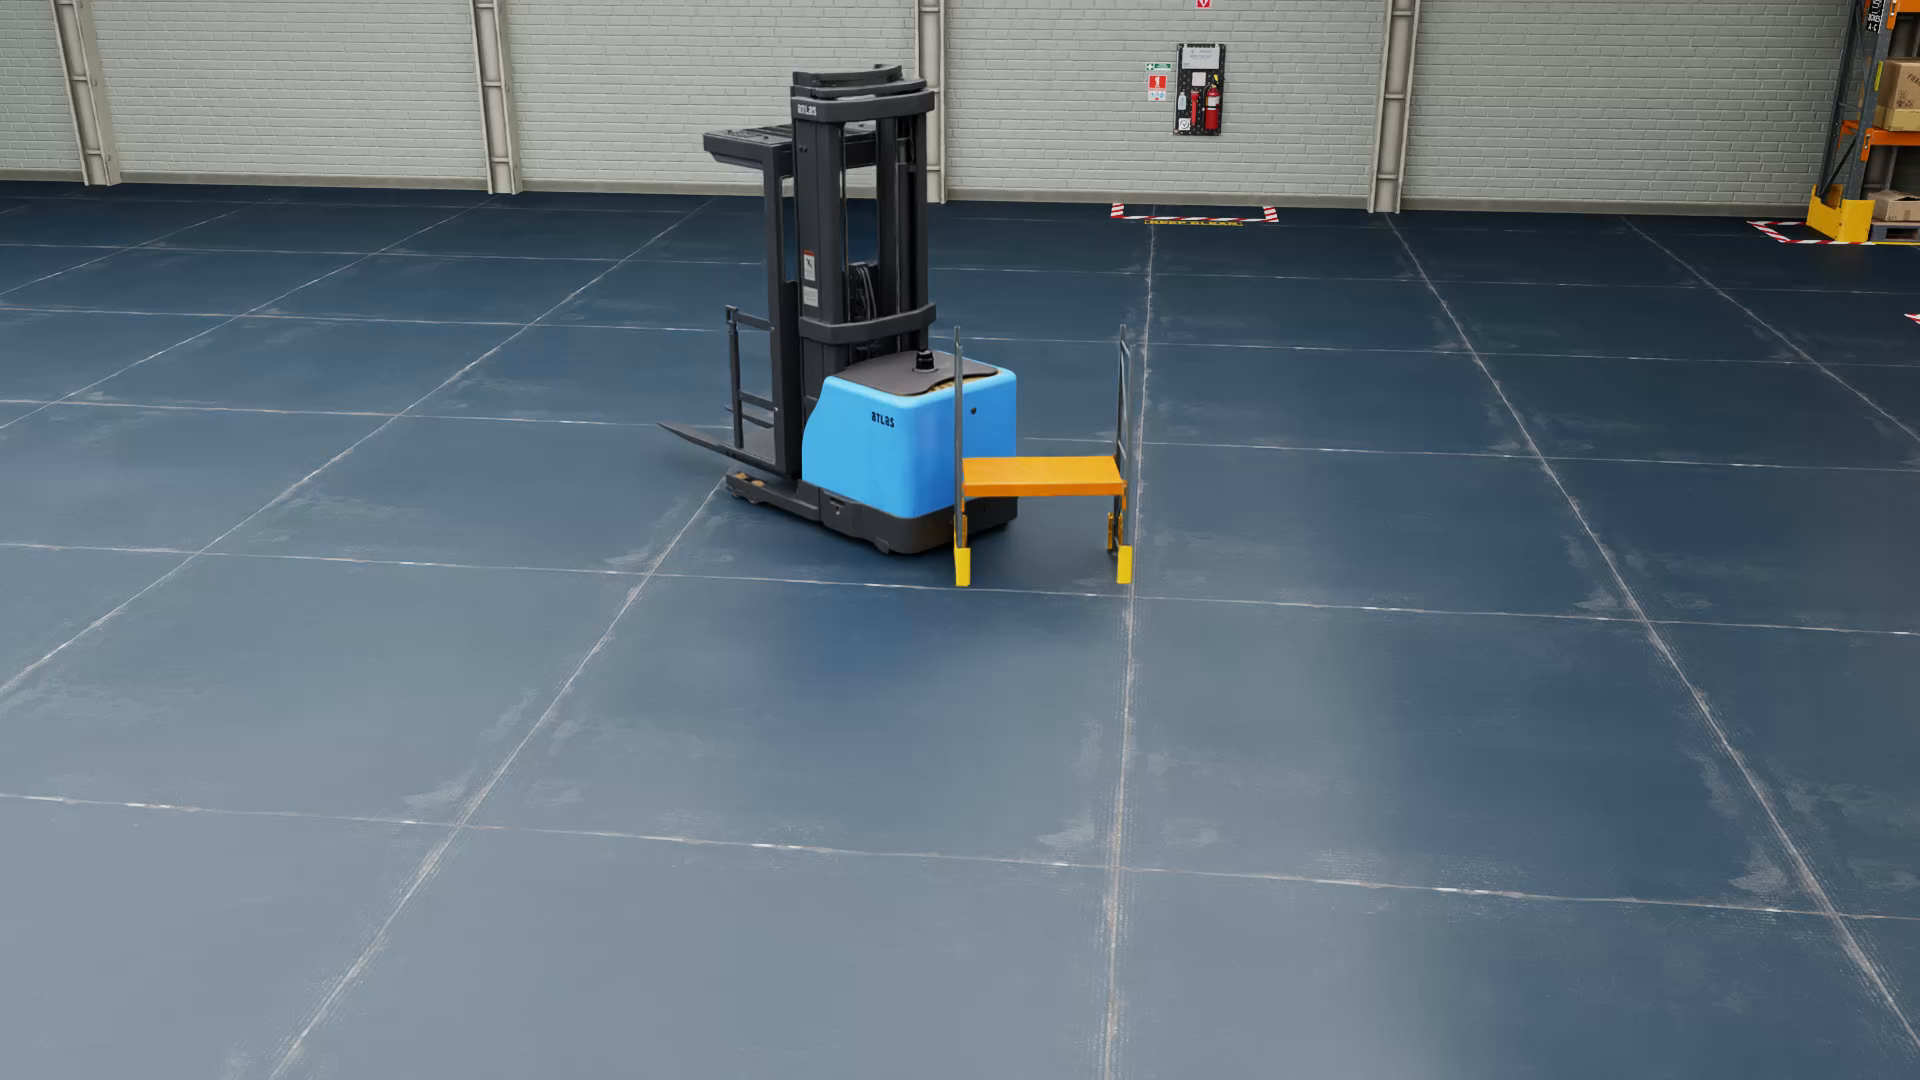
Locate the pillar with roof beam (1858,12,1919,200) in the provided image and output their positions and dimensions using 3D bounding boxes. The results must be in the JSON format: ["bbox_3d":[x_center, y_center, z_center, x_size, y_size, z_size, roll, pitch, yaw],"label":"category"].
[{"bbox_3d":[11.027,-6.693,15.631,0.400,9.000,9.100,2,22,6],"label":"pillar with roof beam"}]

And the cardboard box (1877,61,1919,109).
[{"bbox_3d":[11.176,-5.348,19.543,0.500,0.500,0.500,3,22,6],"label":"cardboard box"}]

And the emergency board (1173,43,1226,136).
[{"bbox_3d":[3.126,-5.856,21.672,0.643,1.169,0.194,2,22,6],"label":"emergency board"}]

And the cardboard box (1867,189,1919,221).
[{"bbox_3d":[11.414,-4.081,20.242,0.500,0.311,0.500,0,22,0],"label":"cardboard box"}]

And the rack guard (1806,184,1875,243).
[{"bbox_3d":[10.813,-4.024,20.438,0.348,0.500,1.175,2,22,6],"label":"rack guard"}]

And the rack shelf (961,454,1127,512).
[{"bbox_3d":[0.499,-0.358,10.294,1.000,0.185,0.538,-1,22,-2],"label":"rack shelf"}]

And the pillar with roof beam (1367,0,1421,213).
[{"bbox_3d":[5.069,-6.953,16.287,0.400,9.000,9.100,2,22,6],"label":"pillar with roof beam"}]

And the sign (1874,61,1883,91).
[{"bbox_3d":[10.673,-5.394,19.327,0.005,0.325,0.100,2,22,6],"label":"sign"}]

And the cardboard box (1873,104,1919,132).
[{"bbox_3d":[11.184,-4.992,19.664,0.500,0.250,0.500,2,22,5],"label":"cardboard box"}]

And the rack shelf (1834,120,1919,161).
[{"bbox_3d":[12.723,-4.769,19.900,4.000,0.370,1.077,2,22,6],"label":"rack shelf"}]

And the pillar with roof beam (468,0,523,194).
[{"bbox_3d":[-6.847,-7.472,17.601,0.400,9.000,9.100,2,22,6],"label":"pillar with roof beam"}]

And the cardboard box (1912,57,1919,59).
[{"bbox_3d":[11.729,-5.510,19.954,0.500,0.500,0.500,3,22,7],"label":"cardboard box"}]

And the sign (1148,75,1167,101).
[{"bbox_3d":[2.589,-5.934,21.821,0.234,0.329,0.001,2,22,6],"label":"sign"}]

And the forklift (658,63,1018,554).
[{"bbox_3d":[-0.998,-1.727,11.322,1.130,2.935,3.031,-19,29,-40],"label":"forklift"}]

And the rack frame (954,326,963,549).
[{"bbox_3d":[-0.009,-0.518,10.209,0.032,1.500,0.500,-1,22,-2],"label":"rack frame"}]

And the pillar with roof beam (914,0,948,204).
[{"bbox_3d":[-0.889,-7.213,16.944,0.400,9.000,9.100,2,22,6],"label":"pillar with roof beam"}]

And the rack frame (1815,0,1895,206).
[{"bbox_3d":[10.737,-5.190,19.987,0.127,3.000,1.000,2,22,6],"label":"rack frame"}]

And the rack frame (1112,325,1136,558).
[{"bbox_3d":[1.007,-0.532,10.246,0.032,1.500,0.500,-1,22,-2],"label":"rack frame"}]

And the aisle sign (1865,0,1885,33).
[{"bbox_3d":[10.630,-6.292,19.240,0.004,0.787,0.394,2,22,6],"label":"aisle sign"}]

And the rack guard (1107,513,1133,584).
[{"bbox_3d":[1.006,0.049,10.476,0.087,0.250,0.587,-1,22,-2],"label":"rack guard"}]

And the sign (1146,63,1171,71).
[{"bbox_3d":[2.593,-6.177,21.715,0.331,0.109,0.001,2,22,6],"label":"sign"}]

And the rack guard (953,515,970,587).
[{"bbox_3d":[0.010,0.063,10.440,0.087,0.250,0.587,-1,22,-2],"label":"rack guard"}]

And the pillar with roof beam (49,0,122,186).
[{"bbox_3d":[-12.806,-7.732,18.257,0.400,9.000,9.100,2,22,6],"label":"pillar with roof beam"}]

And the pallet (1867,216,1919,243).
[{"bbox_3d":[11.615,-3.842,20.370,1.213,0.211,1.003,2,22,6],"label":"pallet"}]

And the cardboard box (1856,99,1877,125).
[{"bbox_3d":[11.224,-5.180,20.139,0.500,0.250,0.500,3,22,7],"label":"cardboard box"}]

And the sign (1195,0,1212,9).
[{"bbox_3d":[3.130,-6.970,21.338,0.199,0.298,0.001,2,22,6],"label":"sign"}]

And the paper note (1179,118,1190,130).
[{"bbox_3d":[2.959,-5.479,21.917,0.142,0.148,0.016,2,22,6],"label":"paper note"}]

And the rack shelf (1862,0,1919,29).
[{"bbox_3d":[12.723,-6.164,19.349,4.000,0.370,1.077,2,22,6],"label":"rack shelf"}]

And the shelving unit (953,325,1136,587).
[{"bbox_3d":[0.508,-0.525,10.228,1.083,1.500,0.587,-1,22,-2],"label":"shelving unit"}]

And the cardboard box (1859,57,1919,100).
[{"bbox_3d":[11.230,-5.535,20.018,0.500,0.500,0.500,2,22,6],"label":"cardboard box"}]
